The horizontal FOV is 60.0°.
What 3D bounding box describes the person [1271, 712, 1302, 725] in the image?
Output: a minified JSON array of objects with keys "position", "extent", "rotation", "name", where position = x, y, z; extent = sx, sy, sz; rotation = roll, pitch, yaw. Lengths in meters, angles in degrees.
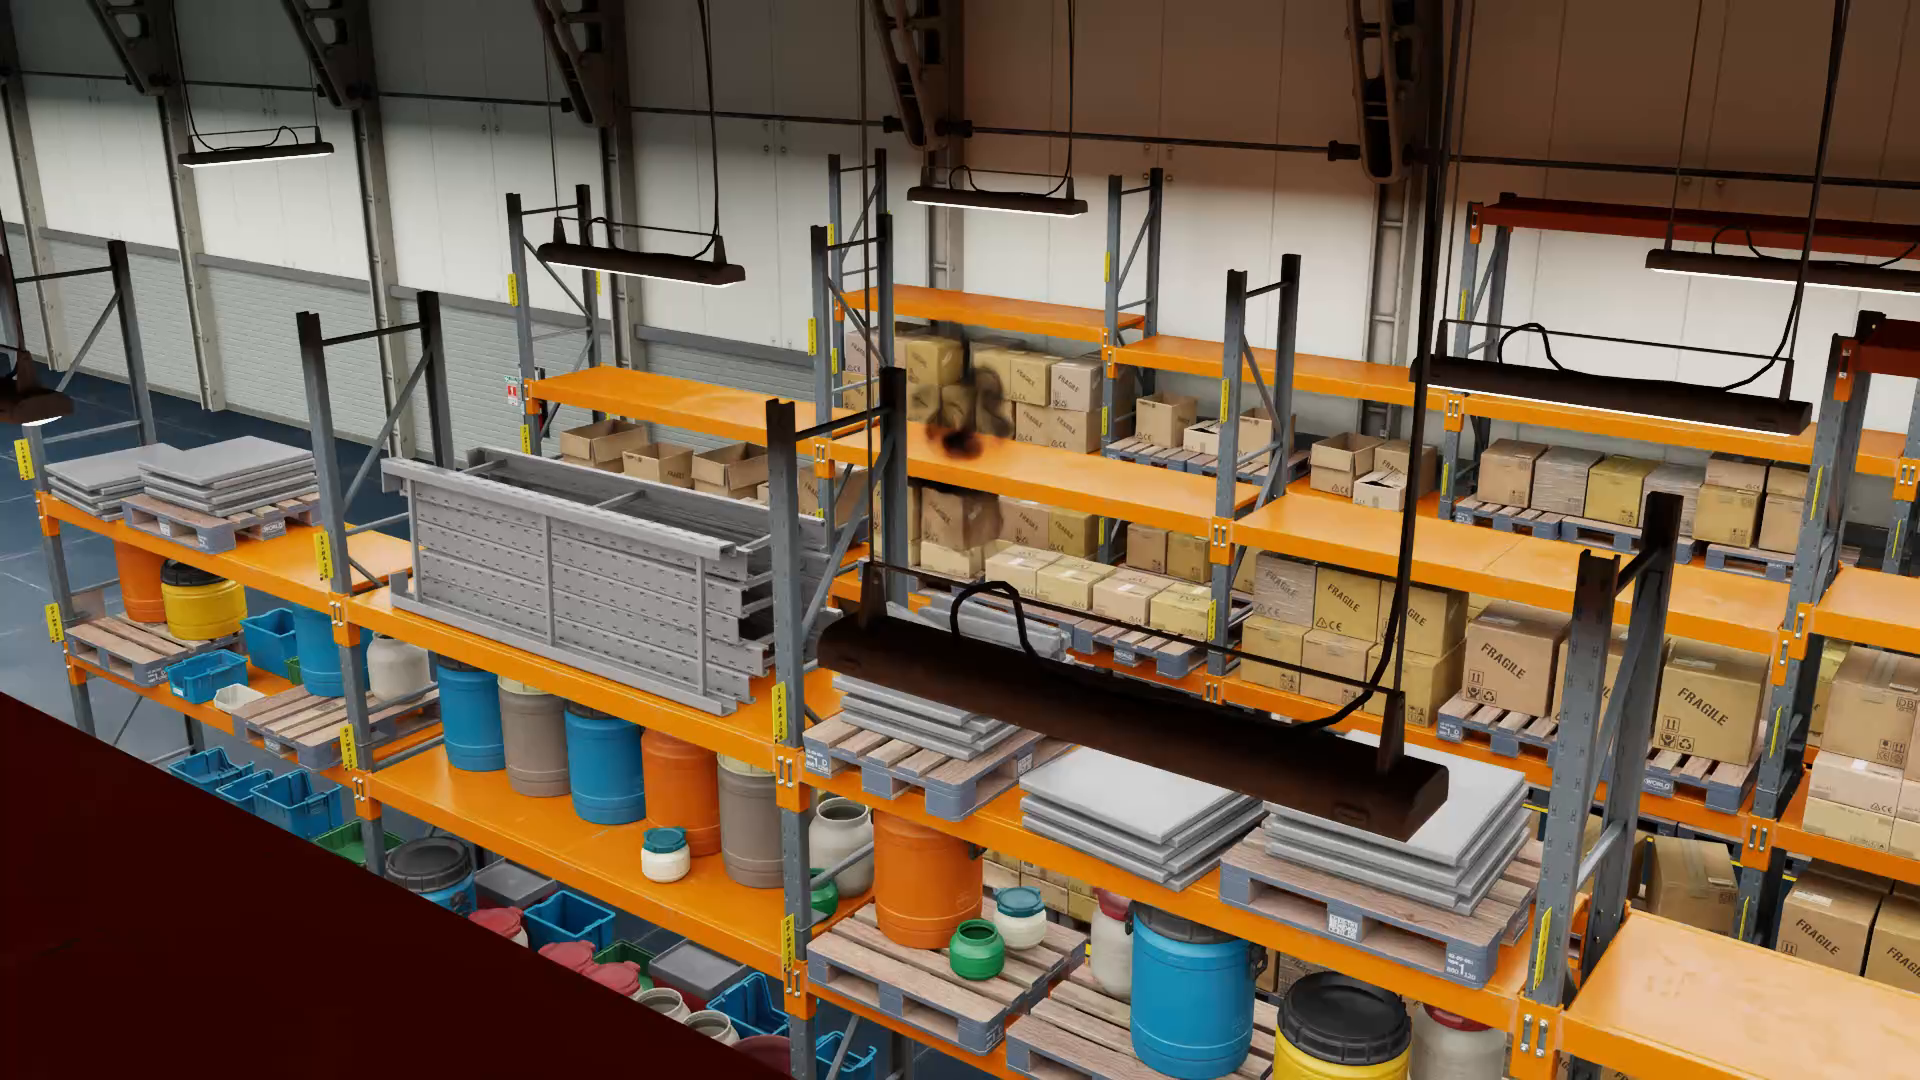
[{"position":[3.123,2.030,16.299],"extent":[0.813,1.746,0.714],"rotation":[12,22,31],"name":"person"}]
